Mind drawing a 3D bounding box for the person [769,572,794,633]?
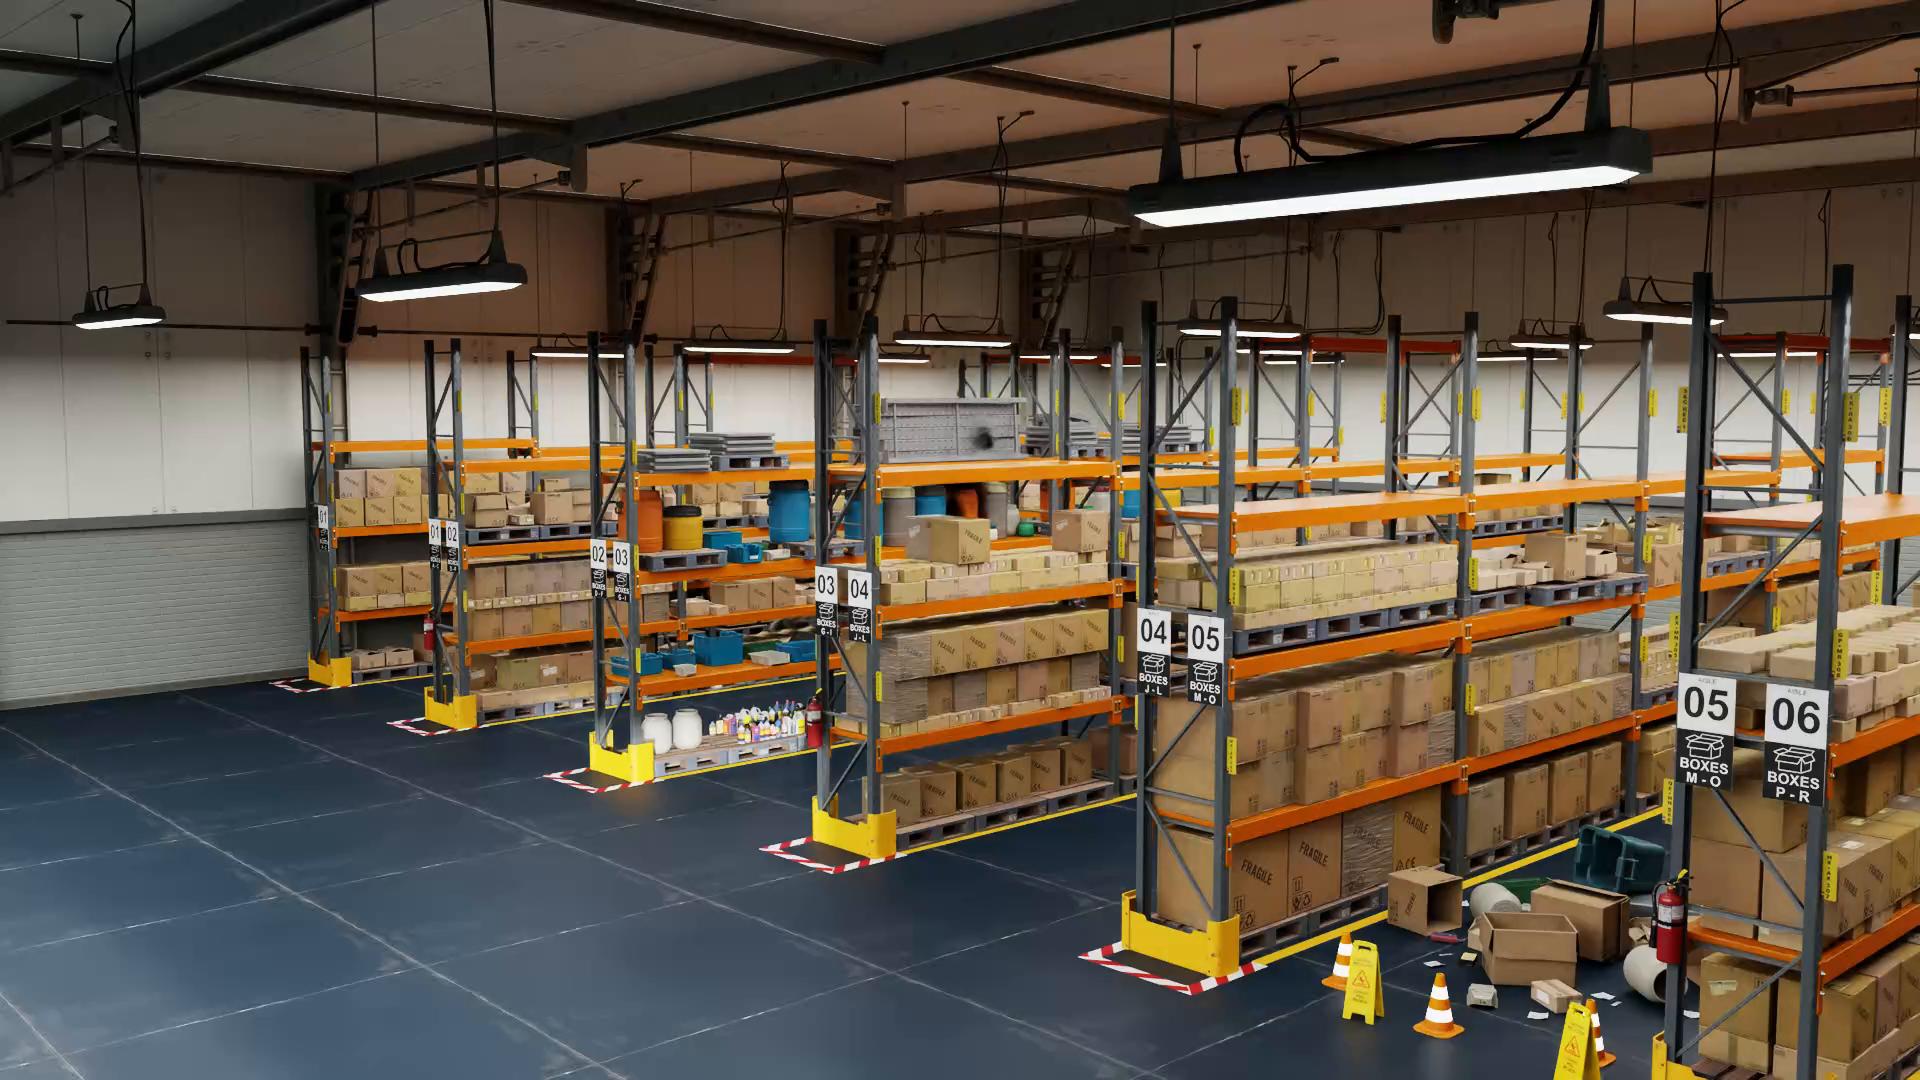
[{"bbox_3d":[-3.388,1.479,32.490,0.848,1.736,0.599,-4,7,-40],"label":"person"}]
